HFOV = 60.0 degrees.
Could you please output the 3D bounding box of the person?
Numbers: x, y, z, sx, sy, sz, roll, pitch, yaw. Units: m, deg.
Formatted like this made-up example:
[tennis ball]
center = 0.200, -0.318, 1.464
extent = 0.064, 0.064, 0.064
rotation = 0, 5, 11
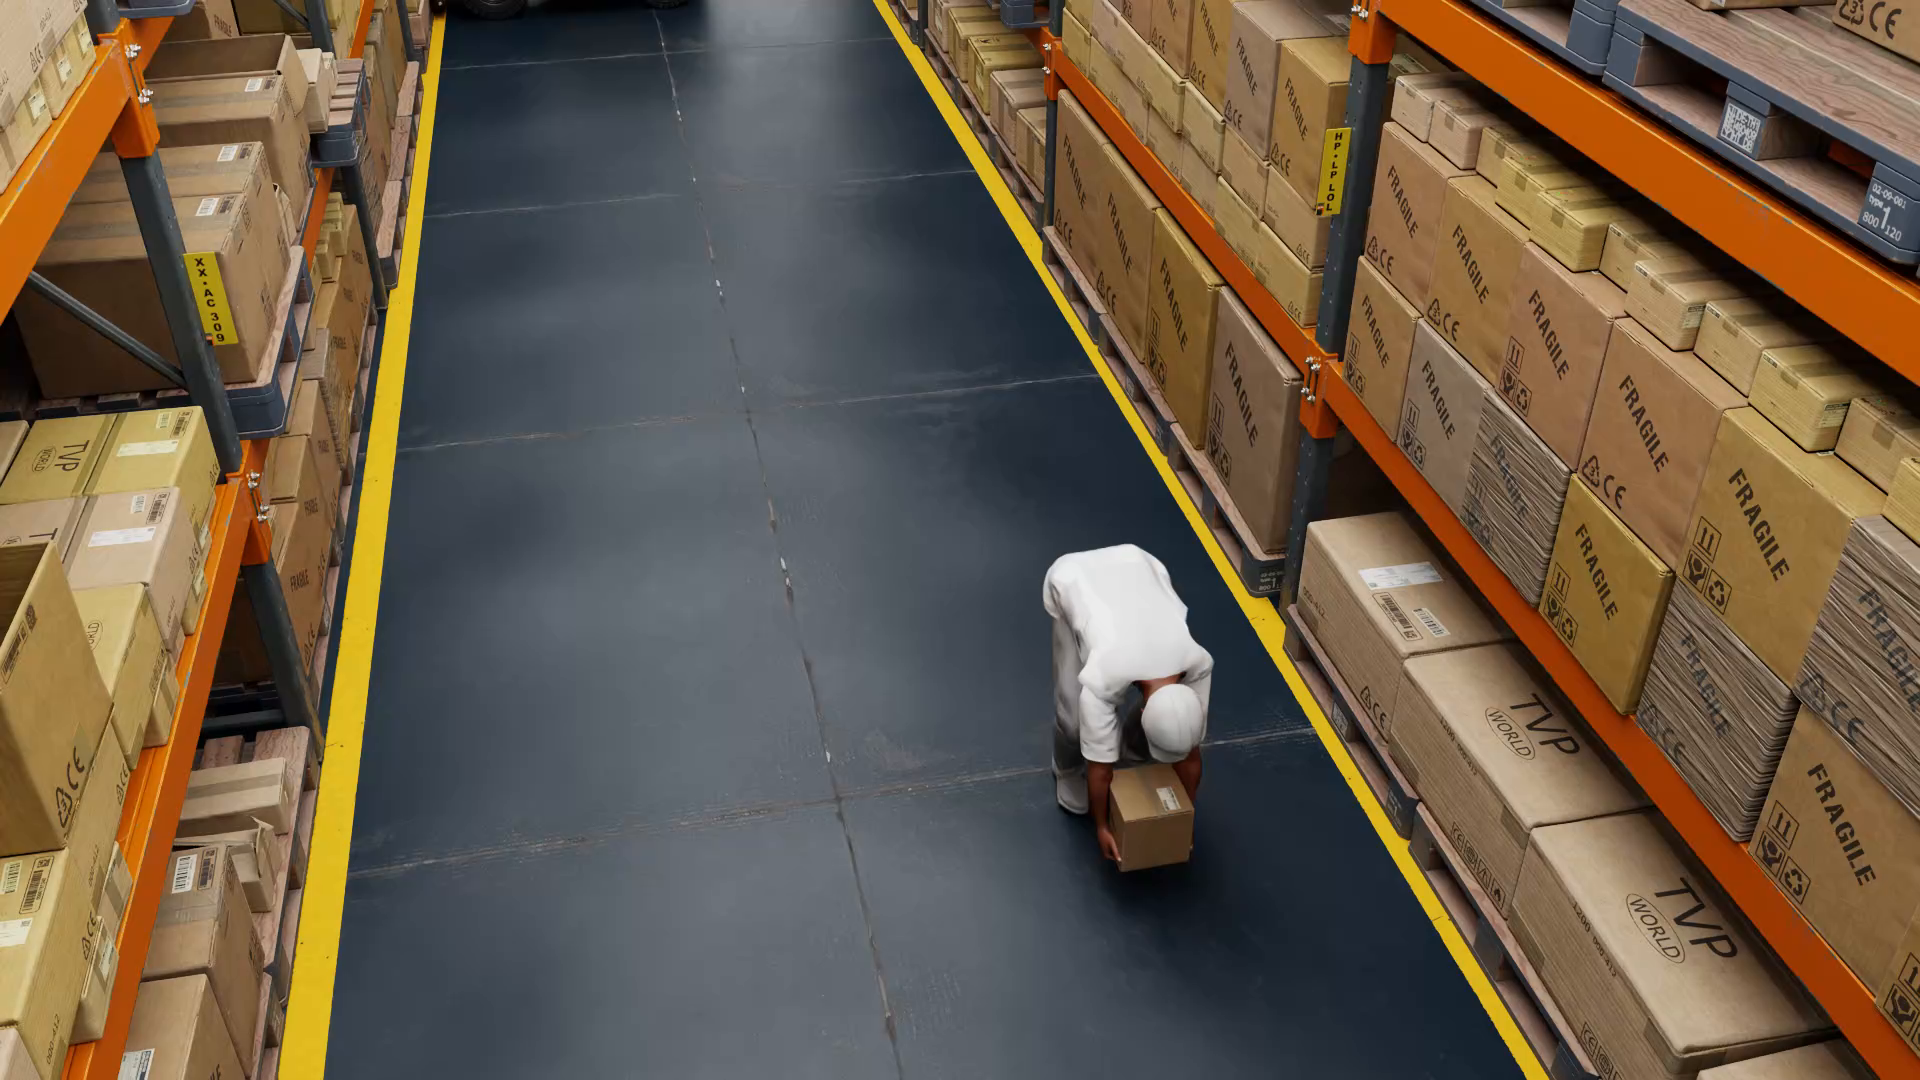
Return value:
[person]
center = 0.604, 0.613, 5.870
extent = 0.490, 1.030, 0.979
rotation = -9, 35, -13
